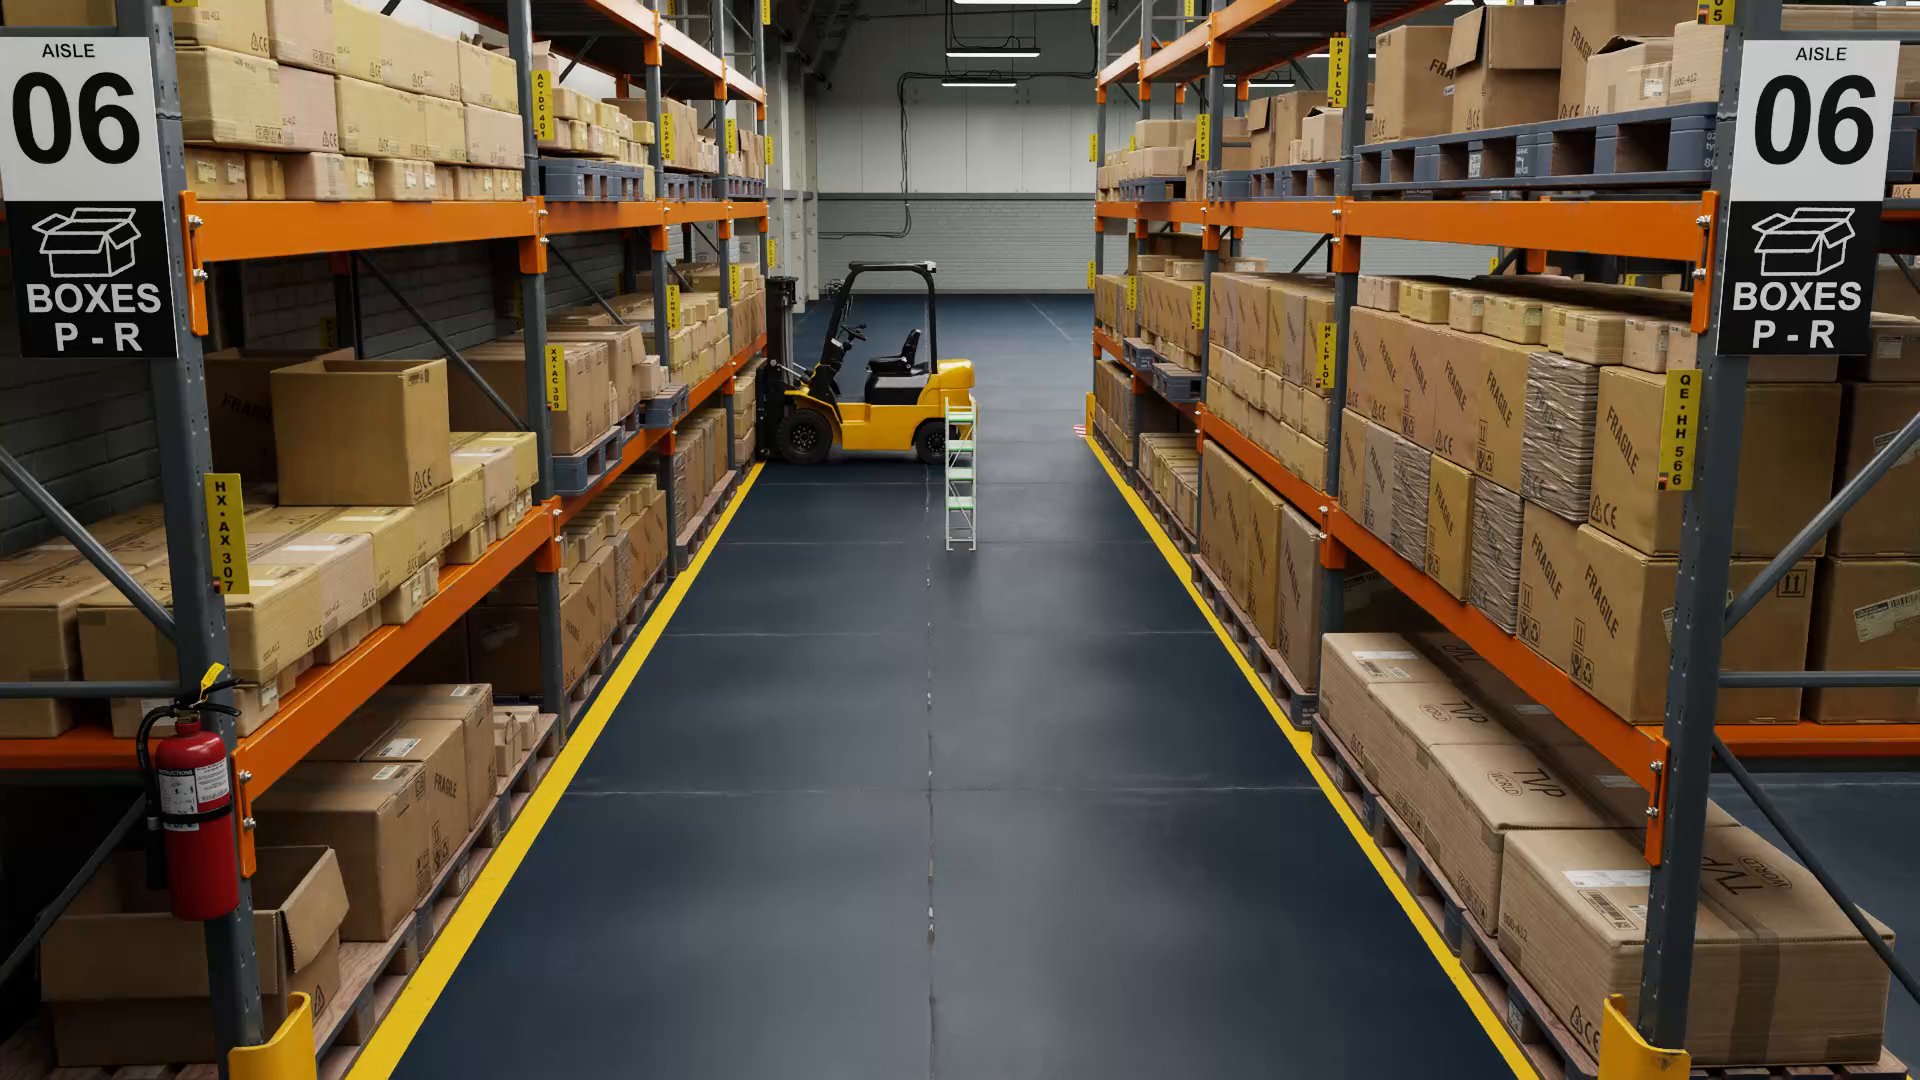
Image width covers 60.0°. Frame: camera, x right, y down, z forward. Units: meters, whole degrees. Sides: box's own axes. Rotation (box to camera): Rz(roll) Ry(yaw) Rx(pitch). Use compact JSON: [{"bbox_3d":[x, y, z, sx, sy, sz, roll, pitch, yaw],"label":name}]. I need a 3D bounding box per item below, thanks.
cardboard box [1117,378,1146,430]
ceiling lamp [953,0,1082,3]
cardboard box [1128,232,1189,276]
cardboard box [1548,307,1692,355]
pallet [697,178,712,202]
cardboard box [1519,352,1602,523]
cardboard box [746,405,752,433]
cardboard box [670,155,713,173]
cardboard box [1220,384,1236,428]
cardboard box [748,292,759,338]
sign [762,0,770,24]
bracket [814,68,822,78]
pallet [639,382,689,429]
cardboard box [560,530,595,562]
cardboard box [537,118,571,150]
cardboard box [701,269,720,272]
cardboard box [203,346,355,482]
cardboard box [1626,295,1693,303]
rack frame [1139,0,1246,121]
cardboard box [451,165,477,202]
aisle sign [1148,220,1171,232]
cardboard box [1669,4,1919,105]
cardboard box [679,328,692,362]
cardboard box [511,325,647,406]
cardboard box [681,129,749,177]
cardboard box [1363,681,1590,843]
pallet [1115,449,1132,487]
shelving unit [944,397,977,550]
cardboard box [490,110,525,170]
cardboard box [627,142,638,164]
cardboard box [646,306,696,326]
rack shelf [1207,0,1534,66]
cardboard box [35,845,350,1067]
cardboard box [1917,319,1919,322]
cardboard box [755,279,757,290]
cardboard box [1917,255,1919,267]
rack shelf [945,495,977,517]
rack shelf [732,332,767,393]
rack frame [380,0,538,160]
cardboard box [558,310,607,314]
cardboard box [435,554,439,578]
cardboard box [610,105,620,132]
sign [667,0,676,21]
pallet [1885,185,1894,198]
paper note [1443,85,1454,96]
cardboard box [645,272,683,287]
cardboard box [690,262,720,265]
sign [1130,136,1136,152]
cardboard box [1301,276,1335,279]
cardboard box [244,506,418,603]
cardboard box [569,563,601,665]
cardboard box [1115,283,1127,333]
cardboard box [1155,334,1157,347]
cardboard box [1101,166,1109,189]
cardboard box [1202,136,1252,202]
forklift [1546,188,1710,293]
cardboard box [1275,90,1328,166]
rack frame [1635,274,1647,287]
[{"bbox_3d":[1.932,-1.438,17.576,0.500,0.500,0.500,0,11,0],"label":"cardboard box"},{"bbox_3d":[0.887,-9.933,25.705,2.000,3.185,0.800,0,11,-1],"label":"ceiling lamp"},{"bbox_3d":[2.371,-3.374,19.631,0.700,0.500,0.500,-1,11,-3],"label":"cardboard box"},{"bbox_3d":[2.183,-0.688,5.509,0.380,0.149,0.250,0,11,0],"label":"cardboard box"},{"bbox_3d":[-2.706,-3.174,15.099,0.805,0.209,1.217,-1,11,-3],"label":"pallet"},{"bbox_3d":[2.185,-0.347,5.458,0.500,0.500,0.500,0,11,-1],"label":"cardboard box"},{"bbox_3d":[-2.451,-1.274,17.398,0.500,0.250,0.500,0,11,-1],"label":"cardboard box"},{"bbox_3d":[-2.411,-3.358,14.846,0.380,0.149,0.250,0,11,-1],"label":"cardboard box"},{"bbox_3d":[2.095,-0.926,11.455,0.500,0.250,0.500,-1,11,-3],"label":"cardboard box"},{"bbox_3d":[-2.535,-2.516,18.664,0.500,0.500,0.500,0,11,-2],"label":"cardboard box"},{"bbox_3d":[-2.277,-6.205,19.461,0.100,0.325,0.005,0,11,-1],"label":"sign"},{"bbox_3d":[-3.910,-12.701,44.977,0.076,0.066,4.783,0,11,-1],"label":"bracket"},{"bbox_3d":[-2.570,-0.950,11.679,1.213,0.211,1.003,0,11,-1],"label":"pallet"},{"bbox_3d":[-2.400,0.036,9.938,0.380,0.149,0.250,0,11,-1],"label":"cardboard box"},{"bbox_3d":[-2.181,-2.046,8.379,0.380,0.149,0.250,0,11,0],"label":"cardboard box"},{"bbox_3d":[-2.553,-2.806,17.717,0.380,0.149,0.250,0,11,-1],"label":"cardboard box"},{"bbox_3d":[-2.807,-0.526,6.850,0.500,0.500,0.500,-1,11,-3],"label":"cardboard box"},{"bbox_3d":[2.753,-0.846,6.288,0.380,0.149,0.250,-1,11,-3],"label":"cardboard box"},{"bbox_3d":[2.225,-4.935,15.750,1.000,3.000,0.127,0,11,-1],"label":"rack frame"},{"bbox_3d":[-2.270,-1.509,7.040,0.380,0.149,0.250,0,11,-1],"label":"cardboard box"},{"bbox_3d":[2.431,-4.077,20.074,0.394,0.787,0.004,0,11,-1],"label":"aisle sign"},{"bbox_3d":[2.374,-1.350,4.693,0.500,0.250,0.500,-1,12,-6],"label":"cardboard box"},{"bbox_3d":[-2.429,-1.539,13.218,0.500,0.250,0.500,0,11,1],"label":"cardboard box"},{"bbox_3d":[-2.436,-1.111,10.675,0.797,0.503,0.637,-1,11,-2],"label":"cardboard box"},{"bbox_3d":[-2.672,-4.137,17.793,0.797,0.503,0.637,0,11,1],"label":"cardboard box"},{"bbox_3d":[2.315,0.949,7.226,0.875,0.438,0.875,-1,11,-3],"label":"cardboard box"},{"bbox_3d":[2.176,-0.761,17.281,1.003,0.211,1.213,0,11,-1],"label":"pallet"},{"bbox_3d":[0.003,-0.555,13.778,0.258,1.200,0.503,0,11,-1],"label":"shelving unit"},{"bbox_3d":[-2.312,-1.831,7.623,0.500,0.250,0.500,0,11,-1],"label":"cardboard box"},{"bbox_3d":[-2.421,-2.649,11.403,0.380,0.149,0.250,-1,11,-2],"label":"cardboard box"},{"bbox_3d":[-2.404,-1.866,13.831,0.380,0.149,0.250,0,11,0],"label":"cardboard box"},{"bbox_3d":[2.349,-3.193,9.982,1.077,0.370,4.000,0,11,-1],"label":"rack shelf"},{"bbox_3d":[-2.407,1.308,5.292,0.797,0.503,0.637,-1,11,-3],"label":"cardboard box"},{"bbox_3d":[7.071,-1.521,12.089,0.380,0.149,0.250,0,11,-1],"label":"cardboard box"},{"bbox_3d":[-2.554,-2.965,19.248,0.380,0.149,0.250,0,11,0],"label":"cardboard box"},{"bbox_3d":[11.789,-3.405,19.783,0.500,0.500,0.500,0,11,-1],"label":"cardboard box"},{"bbox_3d":[0.003,-0.257,13.838,0.258,0.148,0.480,0,11,-1],"label":"rack shelf"},{"bbox_3d":[-2.779,-2.018,18.273,1.077,0.370,4.000,0,11,-1],"label":"rack shelf"},{"bbox_3d":[-2.572,-3.323,7.807,1.000,3.000,0.127,0,11,-1],"label":"rack frame"},{"bbox_3d":[-3.000,-1.761,13.311,0.380,0.149,0.250,0,11,-2],"label":"cardboard box"},{"bbox_3d":[-2.299,0.109,6.609,0.380,0.149,0.250,0,11,-1],"label":"cardboard box"},{"bbox_3d":[-2.230,-2.498,9.858,0.380,0.149,0.250,0,11,-1],"label":"cardboard box"},{"bbox_3d":[-3.375,-6.243,19.451,0.100,0.325,0.005,0,11,-1],"label":"sign"},{"bbox_3d":[7.188,-2.745,12.977,1.213,0.211,1.003,0,11,1],"label":"pallet"},{"bbox_3d":[1.848,-1.702,6.294,0.006,0.032,0.123,0,11,-1],"label":"paper note"},{"bbox_3d":[-3.029,-2.651,16.951,0.380,0.149,0.250,0,11,-2],"label":"cardboard box"},{"bbox_3d":[-3.027,-3.214,19.724,0.380,0.149,0.250,0,11,-2],"label":"cardboard box"},{"bbox_3d":[1.683,-3.714,15.978,0.100,0.325,0.005,0,11,-1],"label":"sign"},{"bbox_3d":[2.599,-1.535,11.314,0.500,0.500,0.500,0,11,0],"label":"cardboard box"},{"bbox_3d":[-2.254,0.047,5.910,0.500,0.250,0.500,0,11,-2],"label":"cardboard box"},{"bbox_3d":[-2.378,0.433,9.610,0.500,0.500,0.500,0,11,-2],"label":"cardboard box"},{"bbox_3d":[1.935,-2.482,17.750,0.500,0.500,0.500,0,11,0],"label":"cardboard box"},{"bbox_3d":[1.963,-1.809,15.008,0.380,0.149,0.250,0,11,0],"label":"cardboard box"},{"bbox_3d":[1.887,-4.131,18.961,0.500,0.250,0.500,0,11,-2],"label":"cardboard box"},{"bbox_3d":[2.298,-2.907,13.048,0.700,0.500,0.500,0,11,-1],"label":"cardboard box"},{"bbox_3d":[5.002,-1.216,12.681,1.130,2.935,3.031,0,11,2],"label":"forklift"},{"bbox_3d":[2.518,-2.728,11.111,0.700,0.500,0.500,-1,11,-4],"label":"cardboard box"},{"bbox_3d":[7.172,-2.035,16.546,1.000,3.000,0.127,0,11,-1],"label":"rack frame"}]
